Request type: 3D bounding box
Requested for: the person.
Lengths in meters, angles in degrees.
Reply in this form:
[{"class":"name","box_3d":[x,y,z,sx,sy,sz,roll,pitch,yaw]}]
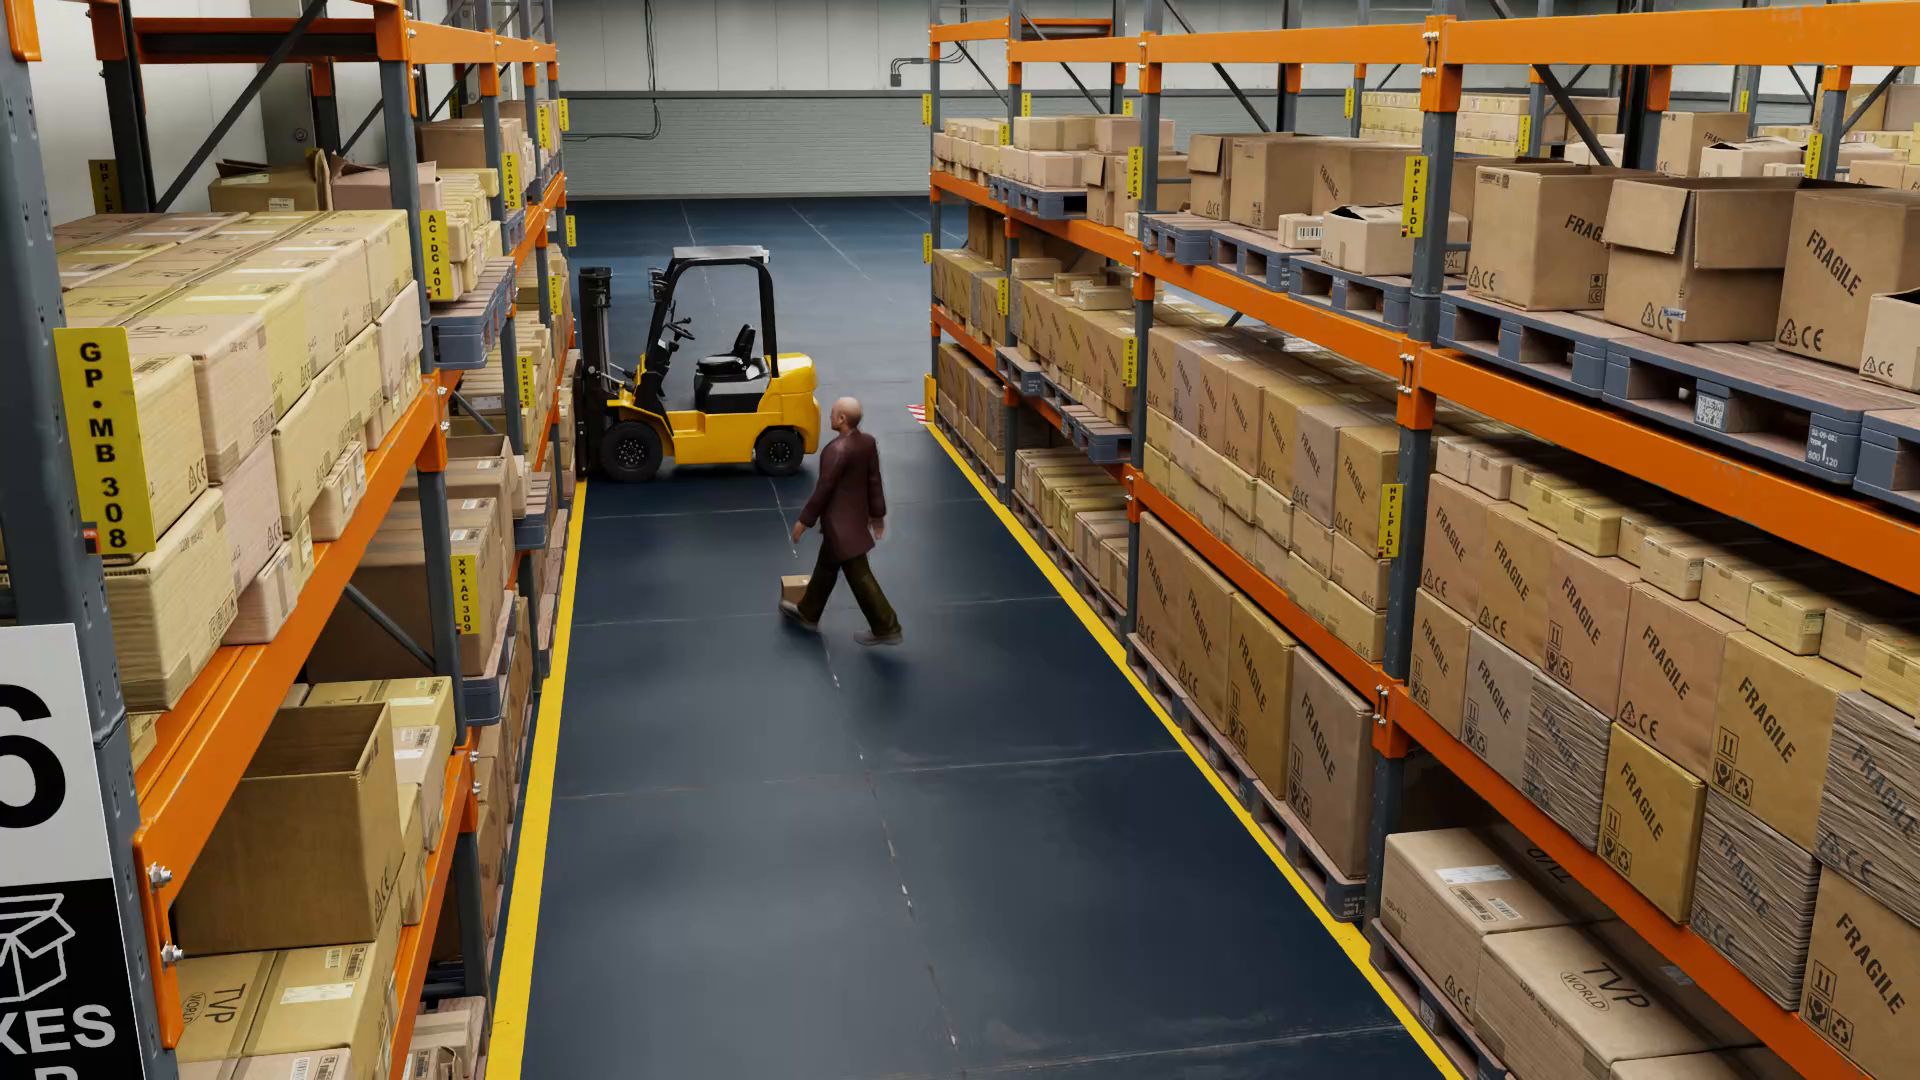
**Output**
[{"class":"person","box_3d":[-0.867,-0.147,11.555,1.076,1.728,0.630,6,17,21]}]
